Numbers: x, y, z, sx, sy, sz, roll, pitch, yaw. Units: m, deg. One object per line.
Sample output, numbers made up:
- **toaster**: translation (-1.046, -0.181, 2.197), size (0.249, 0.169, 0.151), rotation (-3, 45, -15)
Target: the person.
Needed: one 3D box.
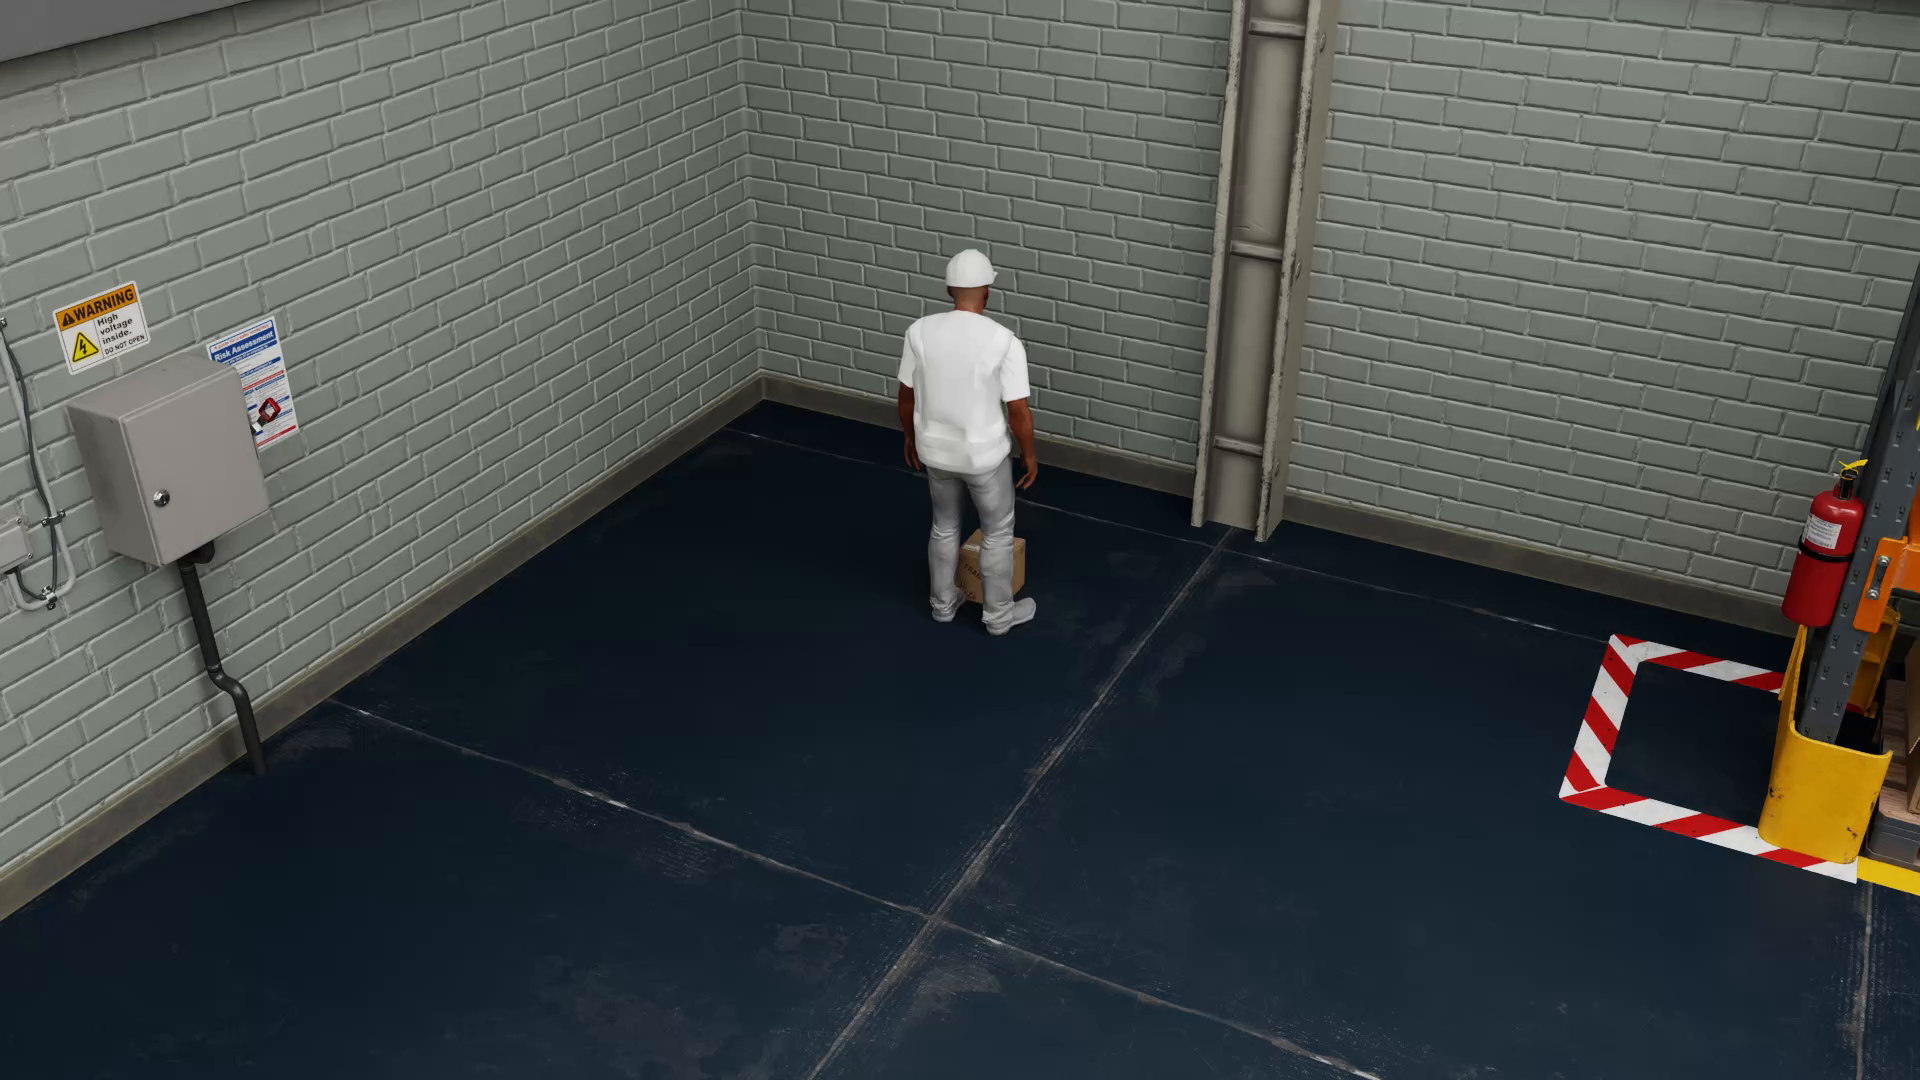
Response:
- **person**: translation (0.039, -0.416, 7.336), size (0.632, 1.759, 0.462), rotation (12, 32, 20)
